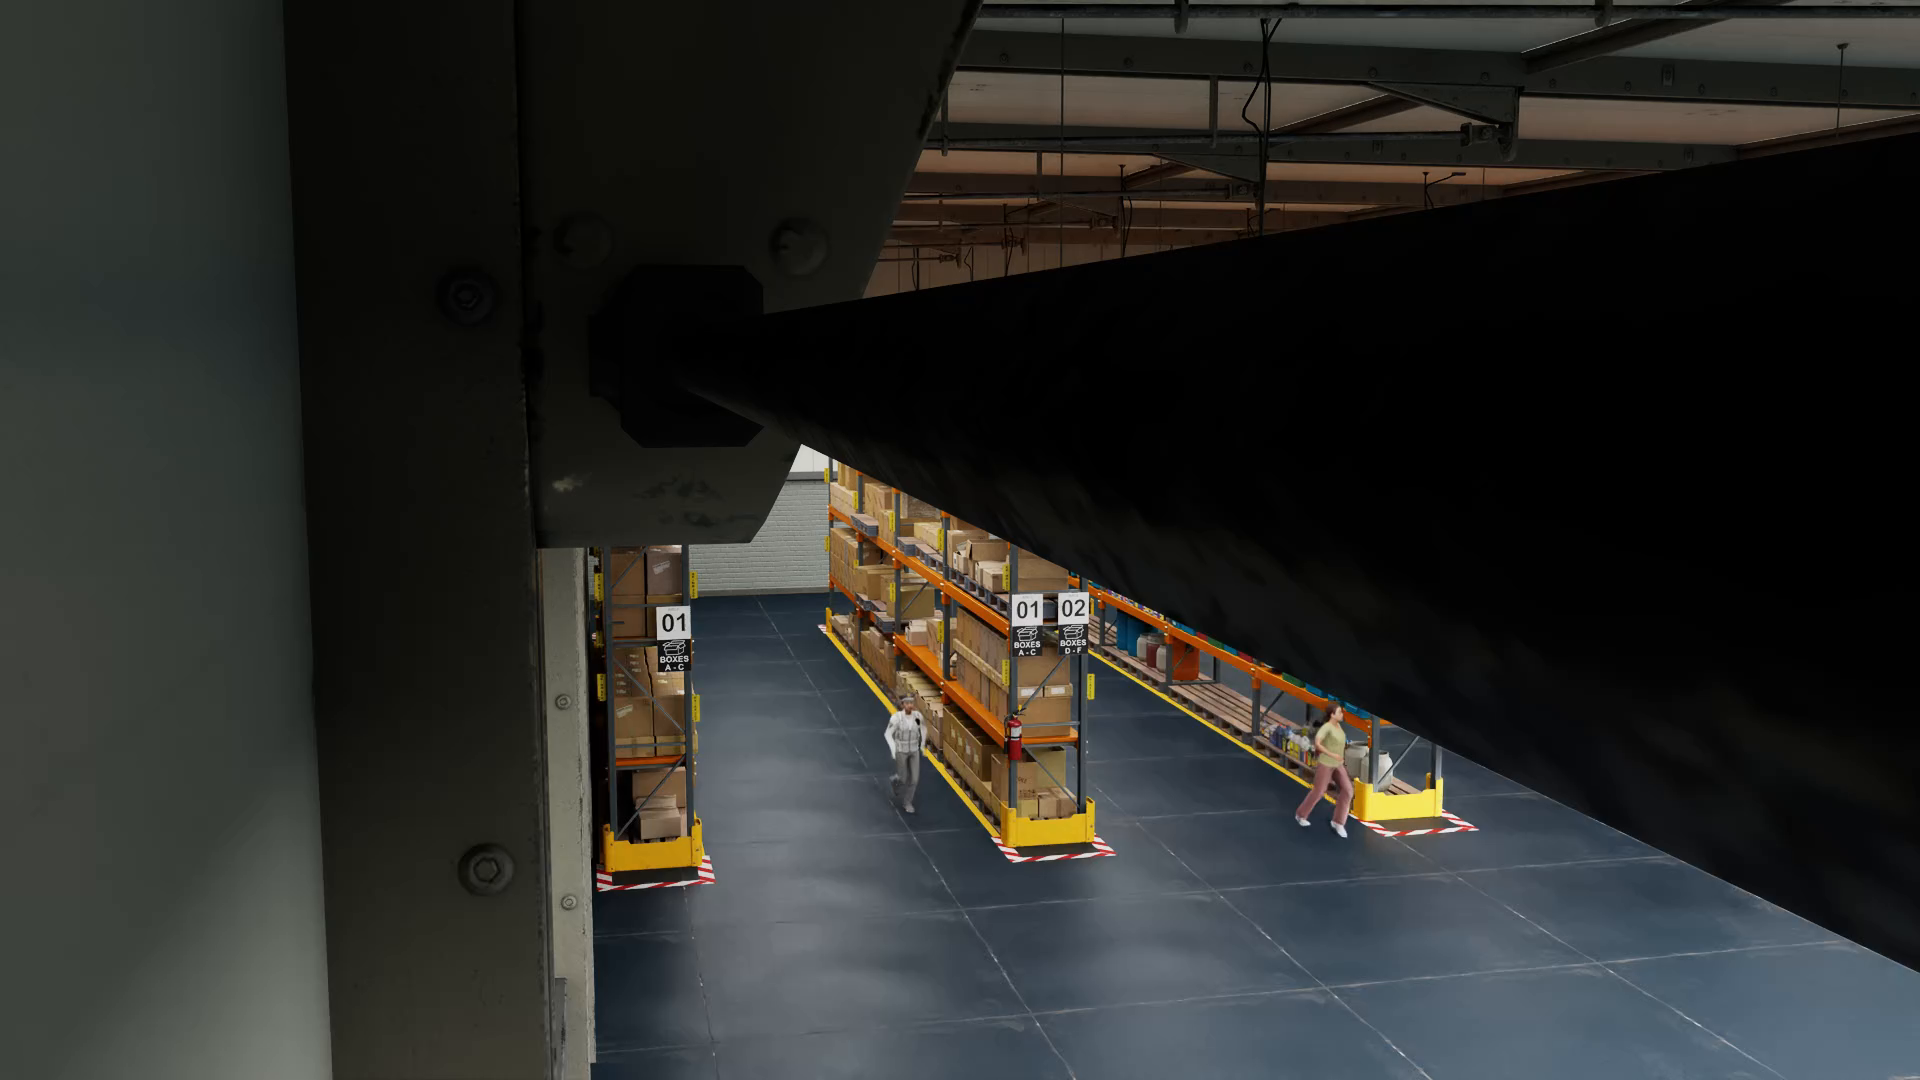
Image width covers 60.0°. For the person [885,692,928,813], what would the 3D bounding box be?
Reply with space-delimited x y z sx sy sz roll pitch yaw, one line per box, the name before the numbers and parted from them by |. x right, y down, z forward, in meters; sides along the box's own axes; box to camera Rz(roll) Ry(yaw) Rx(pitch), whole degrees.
person | -0.733 2.846 22.603 0.603 1.648 0.593 -2 7 -18

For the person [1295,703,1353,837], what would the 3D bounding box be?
person | 4.816 2.954 21.632 0.643 1.688 0.760 -6 9 -41
